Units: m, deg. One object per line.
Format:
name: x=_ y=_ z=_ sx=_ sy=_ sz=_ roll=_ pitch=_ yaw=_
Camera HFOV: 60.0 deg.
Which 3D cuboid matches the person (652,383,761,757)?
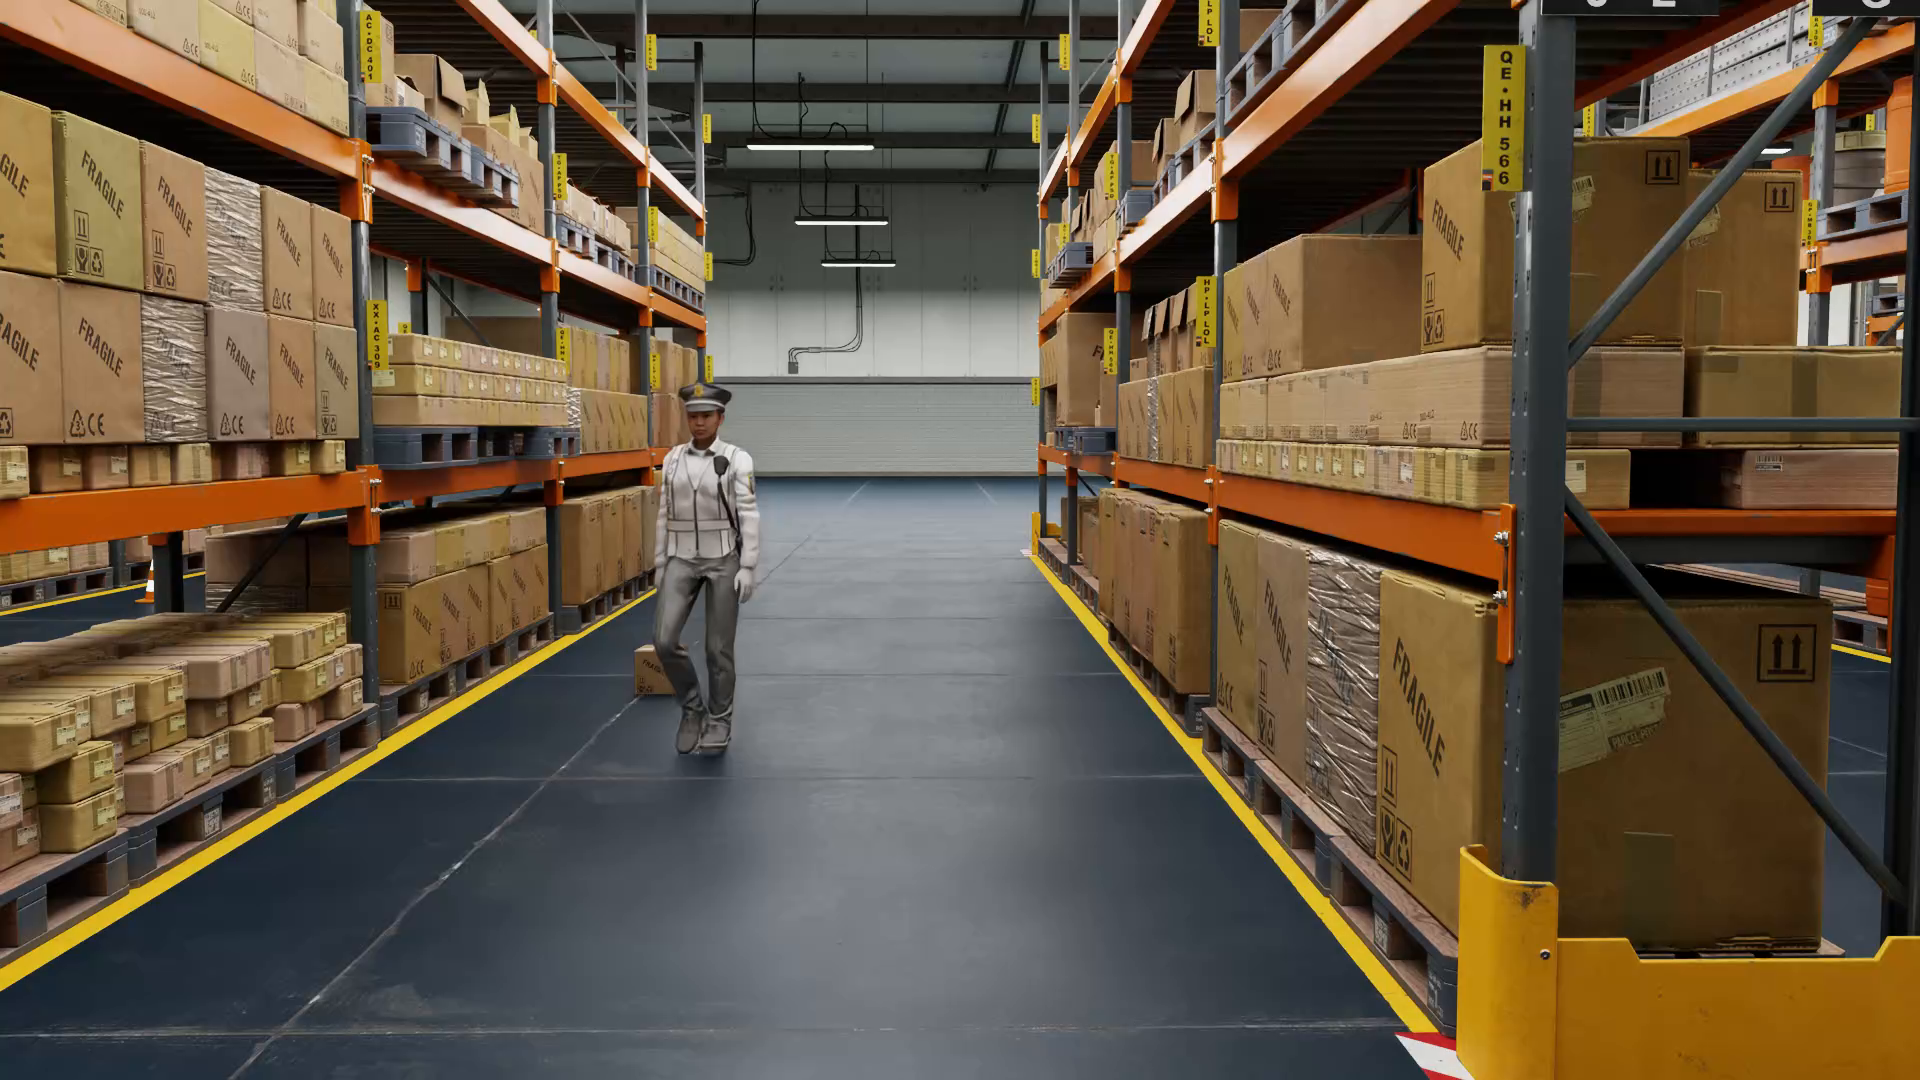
person: x=-1.173 y=0.142 z=7.589 sx=0.519 sy=1.712 sz=0.436 roll=0 pitch=4 yaw=5
